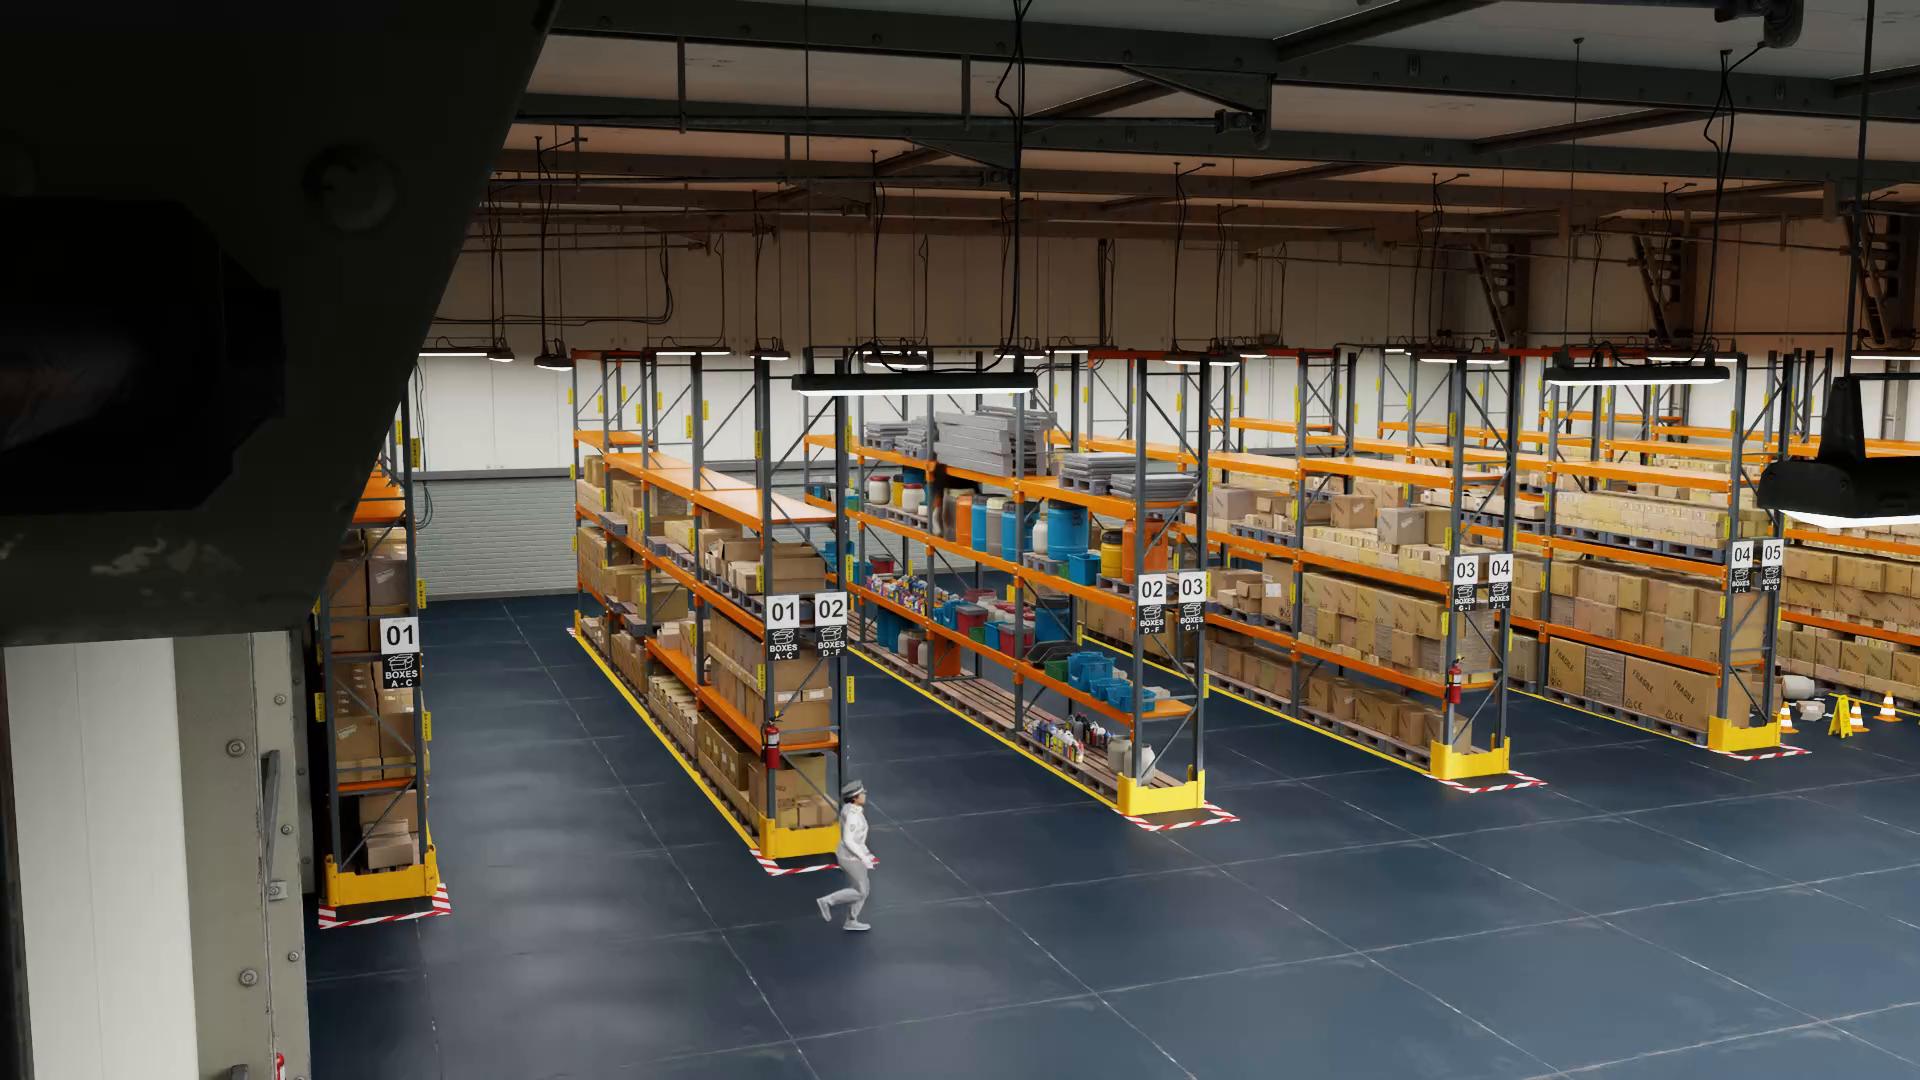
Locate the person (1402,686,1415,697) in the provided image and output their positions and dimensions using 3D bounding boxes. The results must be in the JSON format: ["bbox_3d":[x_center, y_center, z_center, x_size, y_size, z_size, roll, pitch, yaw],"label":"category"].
[{"bbox_3d":[8.079,1.904,29.180,0.753,1.609,0.736,-1,7,-4],"label":"person"}]

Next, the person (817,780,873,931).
[{"bbox_3d":[-1.228,3.347,17.602,0.592,1.640,0.603,-1,7,-6],"label":"person"}]
